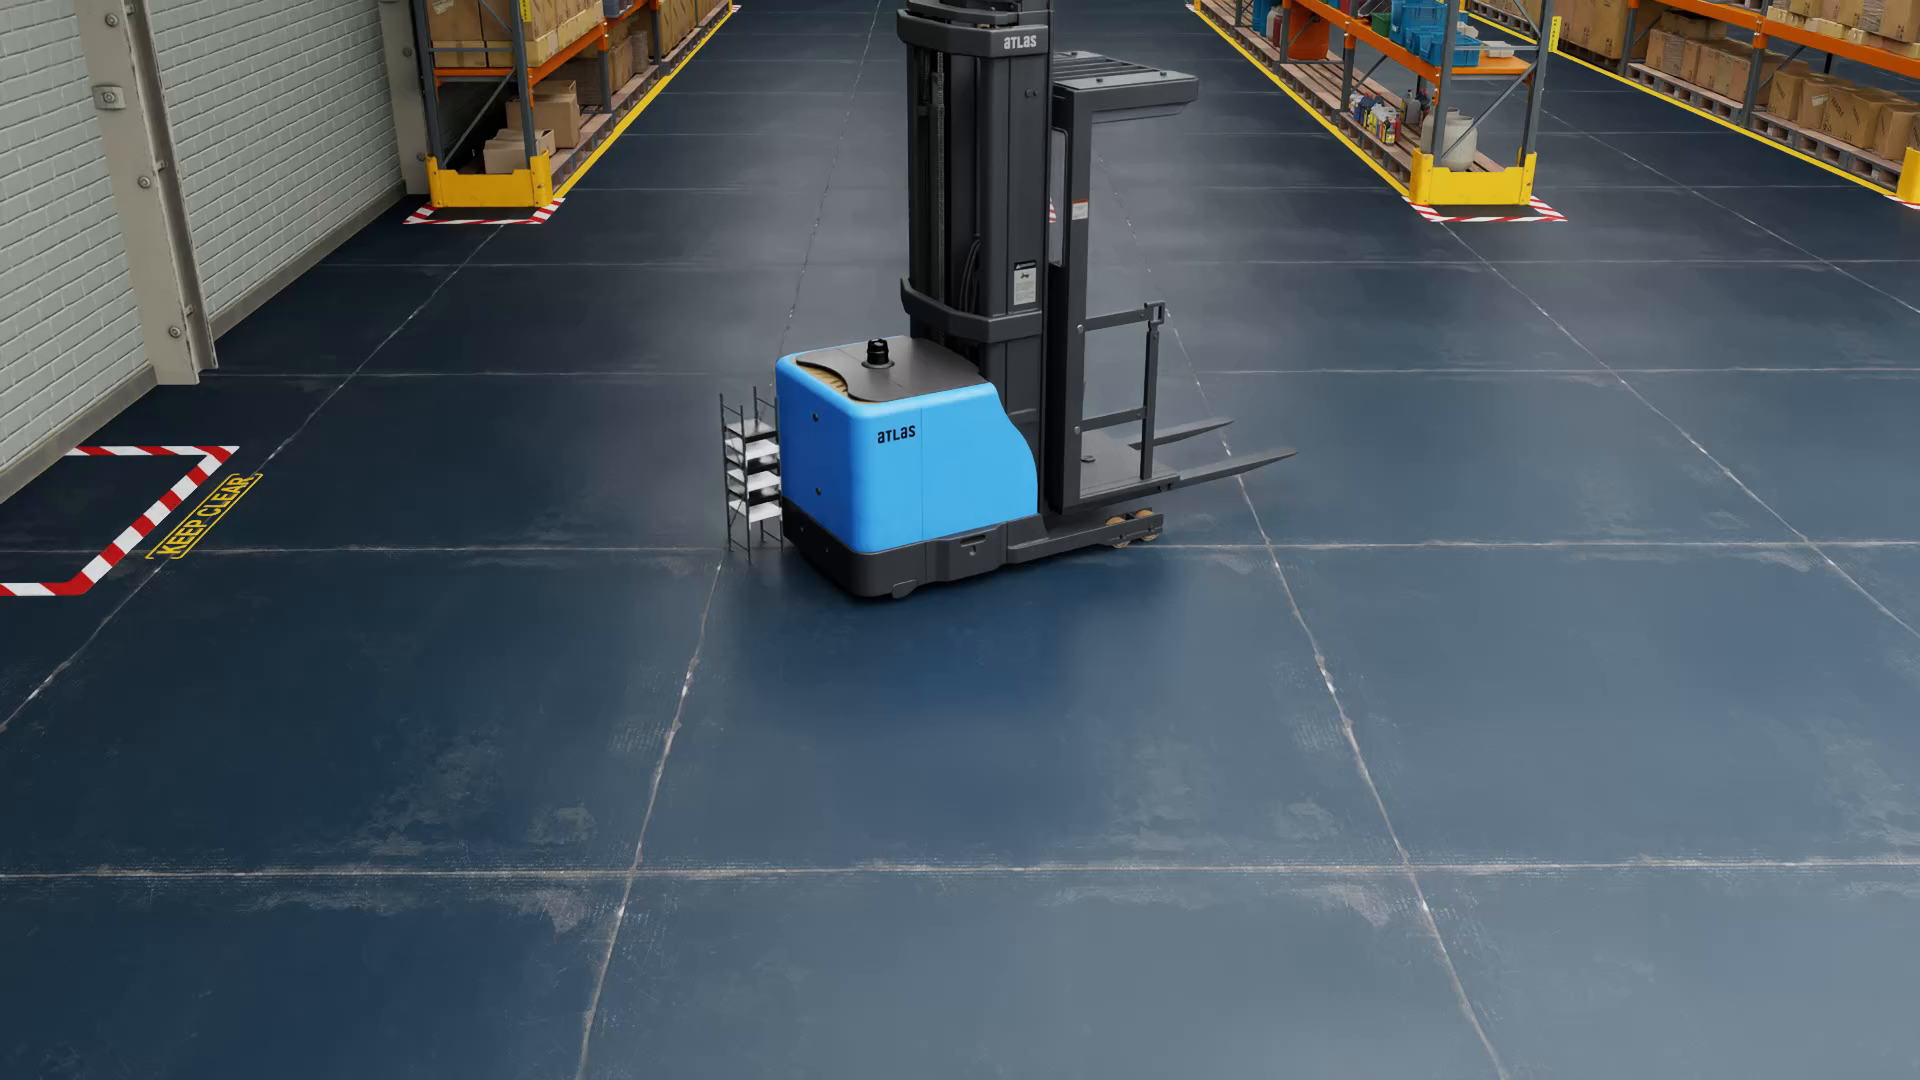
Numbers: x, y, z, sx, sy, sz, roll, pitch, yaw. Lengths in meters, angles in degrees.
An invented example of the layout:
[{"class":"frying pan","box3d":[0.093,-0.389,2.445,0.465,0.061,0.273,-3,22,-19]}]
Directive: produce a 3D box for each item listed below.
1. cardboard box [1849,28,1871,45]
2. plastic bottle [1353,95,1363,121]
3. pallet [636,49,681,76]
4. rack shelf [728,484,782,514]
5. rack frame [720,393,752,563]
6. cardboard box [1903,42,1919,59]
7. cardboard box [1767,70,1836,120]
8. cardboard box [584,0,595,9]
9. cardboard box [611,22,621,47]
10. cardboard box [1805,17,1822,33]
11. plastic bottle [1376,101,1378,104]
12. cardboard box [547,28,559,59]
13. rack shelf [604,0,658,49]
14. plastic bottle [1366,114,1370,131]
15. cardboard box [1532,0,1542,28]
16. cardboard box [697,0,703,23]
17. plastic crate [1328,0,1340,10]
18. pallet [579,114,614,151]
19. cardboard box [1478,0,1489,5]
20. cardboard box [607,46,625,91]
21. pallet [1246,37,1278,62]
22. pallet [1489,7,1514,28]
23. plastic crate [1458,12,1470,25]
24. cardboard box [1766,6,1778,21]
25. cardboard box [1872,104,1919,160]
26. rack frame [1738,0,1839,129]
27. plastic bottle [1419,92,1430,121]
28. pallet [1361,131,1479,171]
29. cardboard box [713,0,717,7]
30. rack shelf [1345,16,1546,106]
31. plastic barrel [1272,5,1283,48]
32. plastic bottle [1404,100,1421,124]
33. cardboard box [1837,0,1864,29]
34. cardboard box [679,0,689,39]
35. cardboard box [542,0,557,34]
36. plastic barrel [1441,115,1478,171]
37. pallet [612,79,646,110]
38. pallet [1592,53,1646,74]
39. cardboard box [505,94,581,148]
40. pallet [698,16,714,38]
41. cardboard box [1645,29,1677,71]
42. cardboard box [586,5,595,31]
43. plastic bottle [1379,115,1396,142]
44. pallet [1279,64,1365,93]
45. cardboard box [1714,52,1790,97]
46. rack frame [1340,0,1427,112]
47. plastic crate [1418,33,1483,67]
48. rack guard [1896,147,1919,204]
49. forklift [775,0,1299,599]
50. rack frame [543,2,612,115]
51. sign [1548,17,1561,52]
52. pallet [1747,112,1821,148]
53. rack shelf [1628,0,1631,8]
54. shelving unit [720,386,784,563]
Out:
[{"class":"cardboard box","box3d":[9.823,-5.414,17.886,0.380,0.149,0.250,0,24,-1]},{"class":"plastic bottle","box3d":[4.753,-5.114,19.688,0.152,0.276,0.135,1,24,1]},{"class":"pallet","box3d":[-4.726,-7.079,24.646,1.003,0.211,1.213,0,24,-1]},{"class":"rack shelf","box3d":[-1.115,-0.238,8.982,0.200,0.077,0.258,-17,29,-33]},{"class":"rack frame","box3d":[-1.197,-0.326,8.877,0.006,0.900,0.240,-17,29,-33]},{"class":"cardboard box","box3d":[9.888,-5.002,16.976,0.380,0.149,0.250,0,24,-1]},{"class":"cardboard box","box3d":[10.074,-5.330,19.919,0.500,0.500,0.500,-1,24,-2]},{"class":"cardboard box","box3d":[-4.424,-6.259,18.698,0.500,0.500,0.500,0,24,-1]},{"class":"cardboard box","box3d":[-4.779,-6.684,21.978,0.500,0.250,0.500,0,24,-1]},{"class":"cardboard box","box3d":[9.805,-5.826,18.797,0.380,0.149,0.250,0,24,-1]},{"class":"plastic bottle","box3d":[4.873,-4.984,19.407,0.097,0.271,0.097,0,24,0]},{"class":"cardboard box","box3d":[-4.413,-5.085,17.011,0.500,0.250,0.500,-1,24,-2]},{"class":"rack shelf","box3d":[-4.771,-6.872,21.678,1.077,0.370,4.000,0,24,-1]},{"class":"plastic bottle","box3d":[4.733,-4.817,19.123,0.097,0.201,0.097,0,24,0]},{"class":"cardboard box","box3d":[10.050,-8.699,26.913,1.225,0.875,0.875,0,24,0]},{"class":"cardboard box","box3d":[-4.742,-9.034,28.107,0.700,0.500,0.500,0,24,0]},{"class":"plastic crate","box3d":[4.834,-6.866,20.812,0.392,0.384,0.575,0,24,-1]},{"class":"pallet","box3d":[-4.706,-4.829,19.671,1.003,0.211,1.213,0,24,-1]},{"class":"cardboard box","box3d":[10.066,-10.348,30.558,0.875,0.875,0.875,0,24,-1]},{"class":"cardboard box","box3d":[-4.795,-6.164,21.738,0.700,0.500,0.500,0,24,0]},{"class":"pallet","box3d":[5.053,-7.624,25.852,1.003,0.211,1.213,0,24,-1]},{"class":"pallet","box3d":[10.076,-9.286,29.527,1.003,0.211,1.213,0,24,-1]},{"class":"plastic crate","box3d":[5.441,-5.898,18.831,0.499,0.251,0.616,0,24,-1]},{"class":"cardboard box","box3d":[9.812,-6.238,19.708,0.380,0.149,0.250,0,24,-1]},{"class":"cardboard box","box3d":[10.123,-4.351,17.753,0.500,0.500,0.500,6,25,13]},{"class":"rack frame","box3d":[10.110,-6.443,19.856,1.000,3.000,0.127,0,24,-1]},{"class":"plastic bottle","box3d":[5.455,-5.071,19.503,0.144,0.351,0.185,-1,24,-3]},{"class":"pallet","box3d":[5.139,-4.369,18.654,1.003,0.211,1.213,0,24,-1]},{"class":"cardboard box","box3d":[-4.767,-9.879,29.977,0.700,0.500,0.500,0,24,-1]},{"class":"rack shelf","box3d":[5.179,-5.269,18.132,1.077,0.370,4.000,0,24,-1]},{"class":"plastic barrel","box3d":[5.079,-7.828,25.336,0.600,0.588,0.708,0,24,-1]},{"class":"plastic bottle","box3d":[5.307,-5.026,19.494,0.152,0.276,0.135,0,24,-1]},{"class":"cardboard box","box3d":[10.094,-5.820,17.997,0.875,0.500,0.500,0,24,-1]},{"class":"cardboard box","box3d":[-4.687,-8.251,25.952,0.750,0.750,0.750,0,24,1]},{"class":"cardboard box","box3d":[-4.406,-5.412,16.824,0.500,0.500,0.500,0,24,0]},{"class":"plastic barrel","box3d":[5.117,-4.101,17.187,0.421,0.512,0.421,0,24,0]},{"class":"pallet","box3d":[-4.775,-5.930,22.106,1.003,0.211,1.213,0,24,-1]},{"class":"pallet","box3d":[10.133,-7.146,24.794,1.003,0.211,1.213,0,24,-1]},{"class":"cardboard box","box3d":[-4.587,-4.612,18.307,0.700,0.500,0.500,-2,24,-4]},{"class":"pallet","box3d":[-4.766,-8.716,28.265,1.003,0.211,1.213,0,24,-1]},{"class":"cardboard box","box3d":[10.094,-6.877,23.314,0.700,0.500,0.500,-2,24,-3]},{"class":"cardboard box","box3d":[-4.444,-5.918,18.852,0.500,0.250,0.500,0,24,0]},{"class":"plastic bottle","box3d":[4.767,-4.591,18.531,0.152,0.276,0.135,0,24,0]},{"class":"pallet","box3d":[5.083,-6.479,23.319,1.003,0.211,1.213,0,24,-1]},{"class":"cardboard box","box3d":[10.138,-5.954,21.274,0.700,0.500,0.500,0,24,-1]},{"class":"rack frame","box3d":[5.157,-6.421,19.806,1.000,3.000,0.127,0,24,-1]},{"class":"plastic crate","box3d":[4.896,-4.910,16.646,0.499,0.251,0.616,0,24,-1]},{"class":"rack guard","box3d":[10.153,-3.687,16.796,1.175,0.500,0.348,0,24,-1]},{"class":"forklift","box3d":[0.542,-1.465,8.933,3.031,2.935,1.130,-14,28,-27]},{"class":"rack frame","box3d":[-4.749,-6.376,19.708,1.000,3.000,0.127,0,24,-1]},{"class":"sign","box3d":[5.751,-4.899,16.106,0.100,0.325,0.005,0,24,-1]},{"class":"pallet","box3d":[10.153,-4.896,19.819,1.003,0.211,1.213,0,24,-1]},{"class":"rack shelf","box3d":[10.044,-8.587,25.470,1.077,0.370,4.000,0,24,-1]},{"class":"shelving unit","box3d":[-1.115,-0.350,8.931,0.210,0.900,0.258,-17,29,-33]}]
